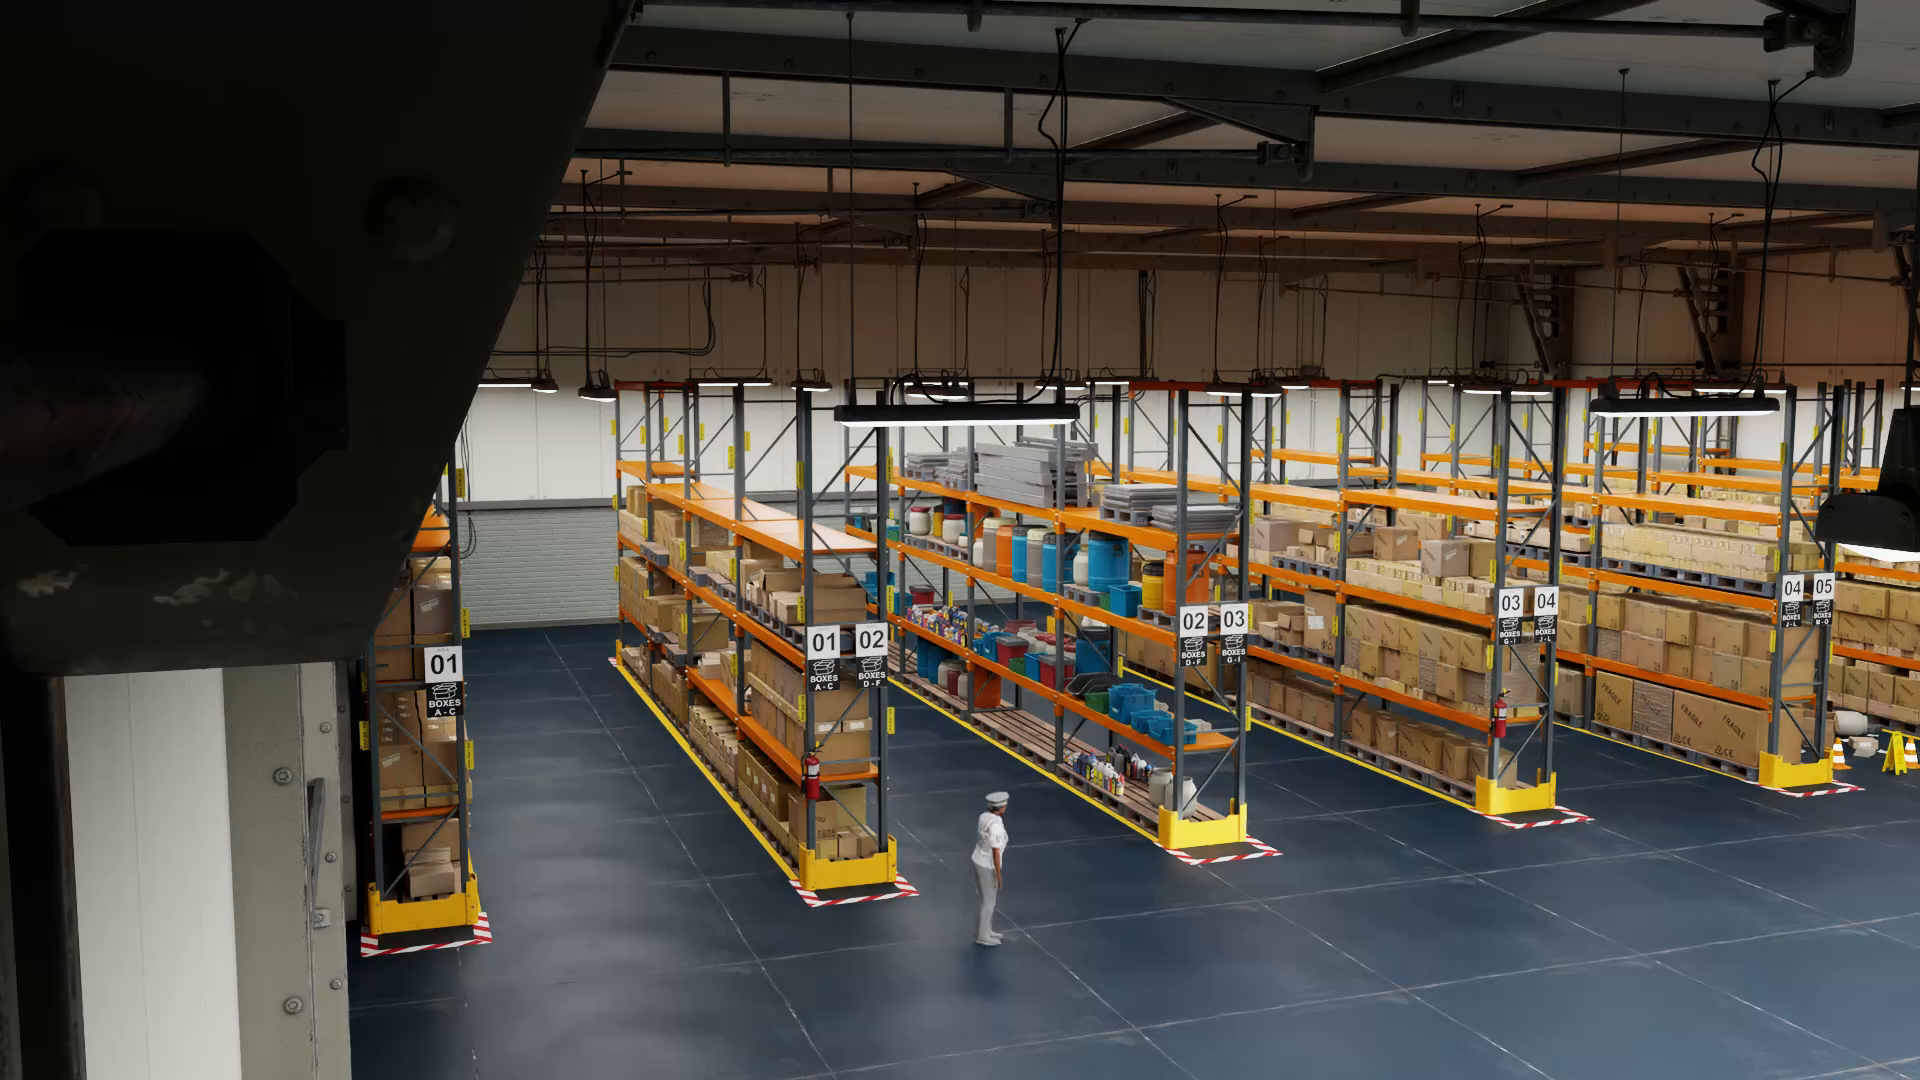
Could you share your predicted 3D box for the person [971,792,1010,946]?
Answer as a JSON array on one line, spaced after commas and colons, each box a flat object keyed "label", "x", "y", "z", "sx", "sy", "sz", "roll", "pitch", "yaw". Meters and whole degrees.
[{"label": "person", "x": 0.336, "y": 3.593, "z": 18.196, "sx": 0.401, "sy": 1.673, "sz": 0.485, "roll": -1, "pitch": 6, "yaw": -13}]

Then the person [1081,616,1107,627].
[{"label": "person", "x": 2.633, "y": 1.739, "z": 32.466, "sx": 0.596, "sy": 1.776, "sz": 0.573, "roll": 3, "pitch": 7, "yaw": 29}]
